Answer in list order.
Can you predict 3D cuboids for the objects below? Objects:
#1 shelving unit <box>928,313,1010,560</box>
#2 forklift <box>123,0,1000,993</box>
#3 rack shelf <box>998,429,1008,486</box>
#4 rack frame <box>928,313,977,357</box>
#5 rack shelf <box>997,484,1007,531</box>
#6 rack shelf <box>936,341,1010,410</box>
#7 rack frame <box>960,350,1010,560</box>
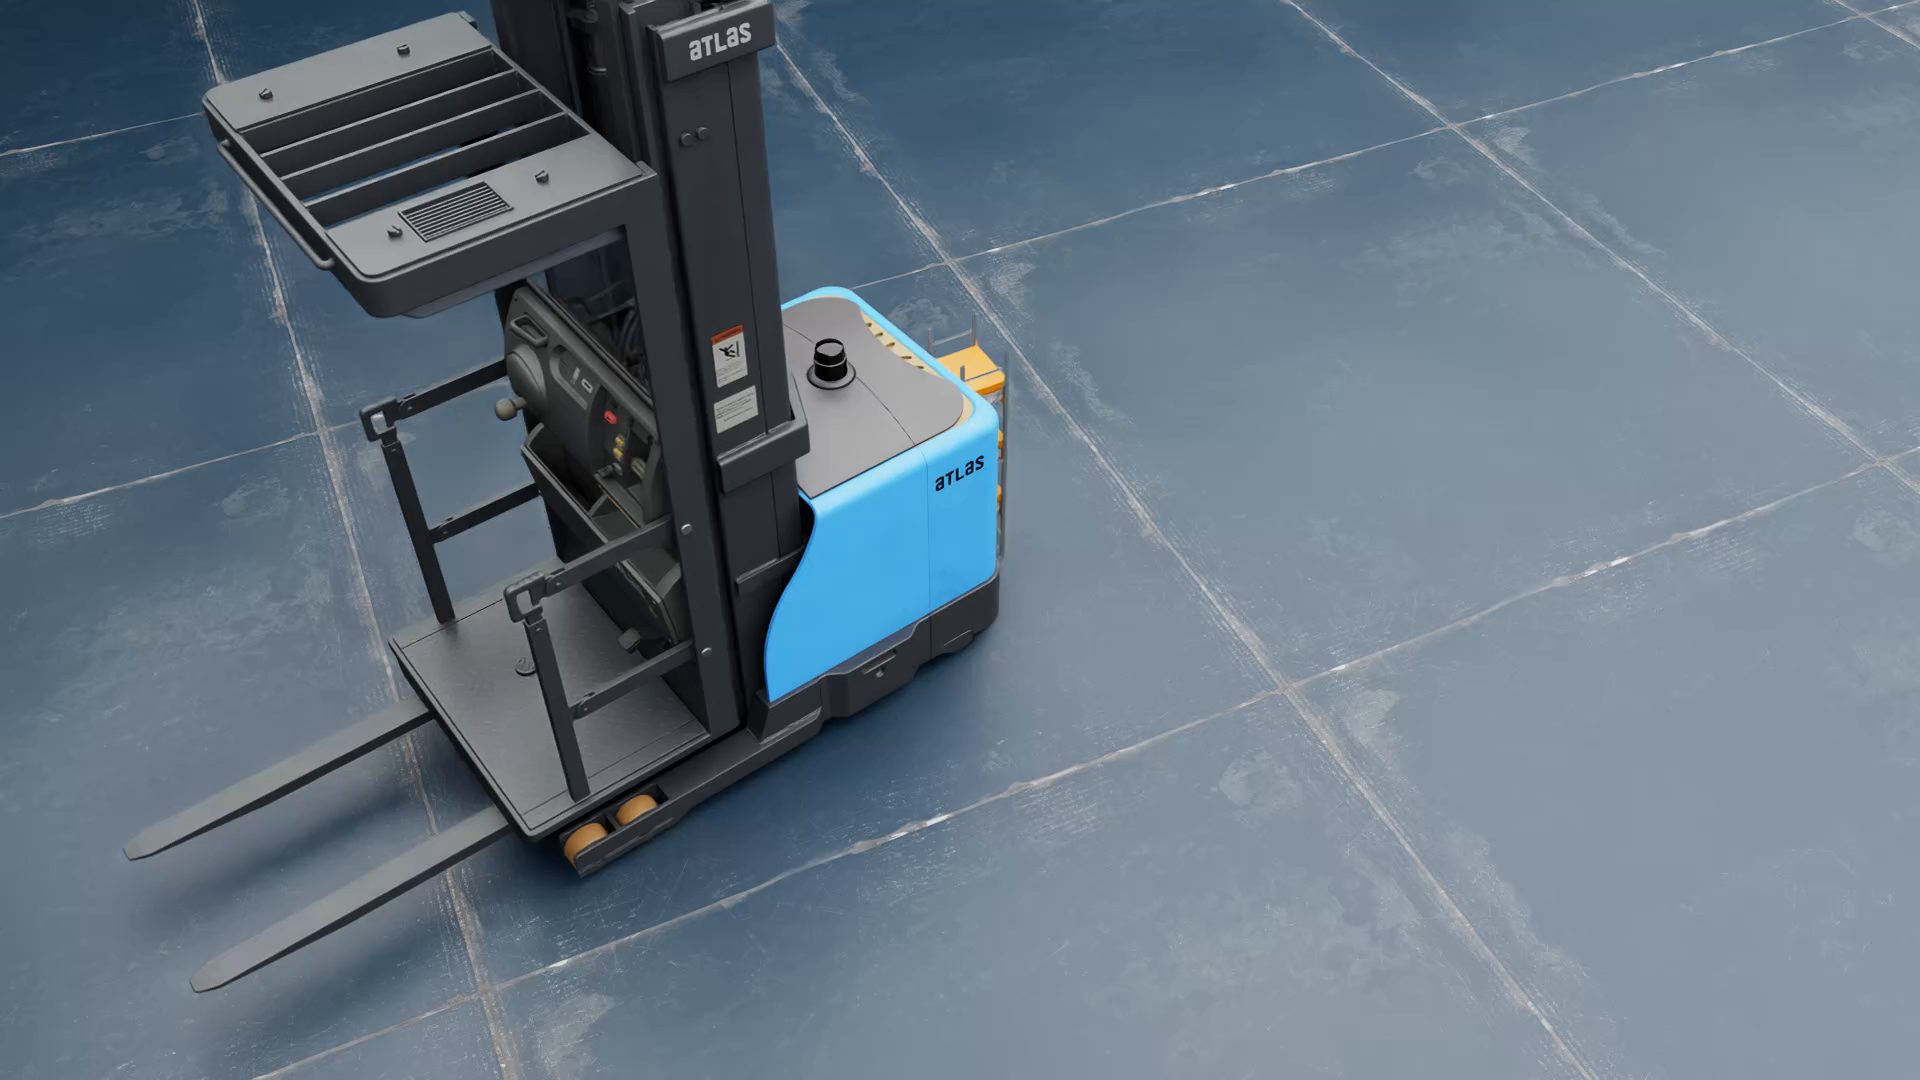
[{"bbox_3d":[0.031,-0.347,6.354,0.215,1.050,0.252,-21,48,-20],"label":"shelving unit"},{"bbox_3d":[-1.327,-0.348,5.016,3.031,2.935,1.130,-29,51,-26],"label":"forklift"},{"bbox_3d":[0.031,-0.340,6.362,0.215,0.259,0.240,-21,48,-20],"label":"rack shelf"},{"bbox_3d":[-0.028,-0.422,6.430,0.200,1.050,0.008,-21,48,-20],"label":"rack frame"},{"bbox_3d":[0.031,-0.142,6.557,0.215,0.259,0.240,-21,48,-20],"label":"rack shelf"},{"bbox_3d":[0.031,-0.542,6.162,0.215,0.259,0.240,-21,48,-20],"label":"rack shelf"},{"bbox_3d":[0.089,-0.272,6.278,0.200,1.050,0.008,-21,48,-20],"label":"rack frame"}]
